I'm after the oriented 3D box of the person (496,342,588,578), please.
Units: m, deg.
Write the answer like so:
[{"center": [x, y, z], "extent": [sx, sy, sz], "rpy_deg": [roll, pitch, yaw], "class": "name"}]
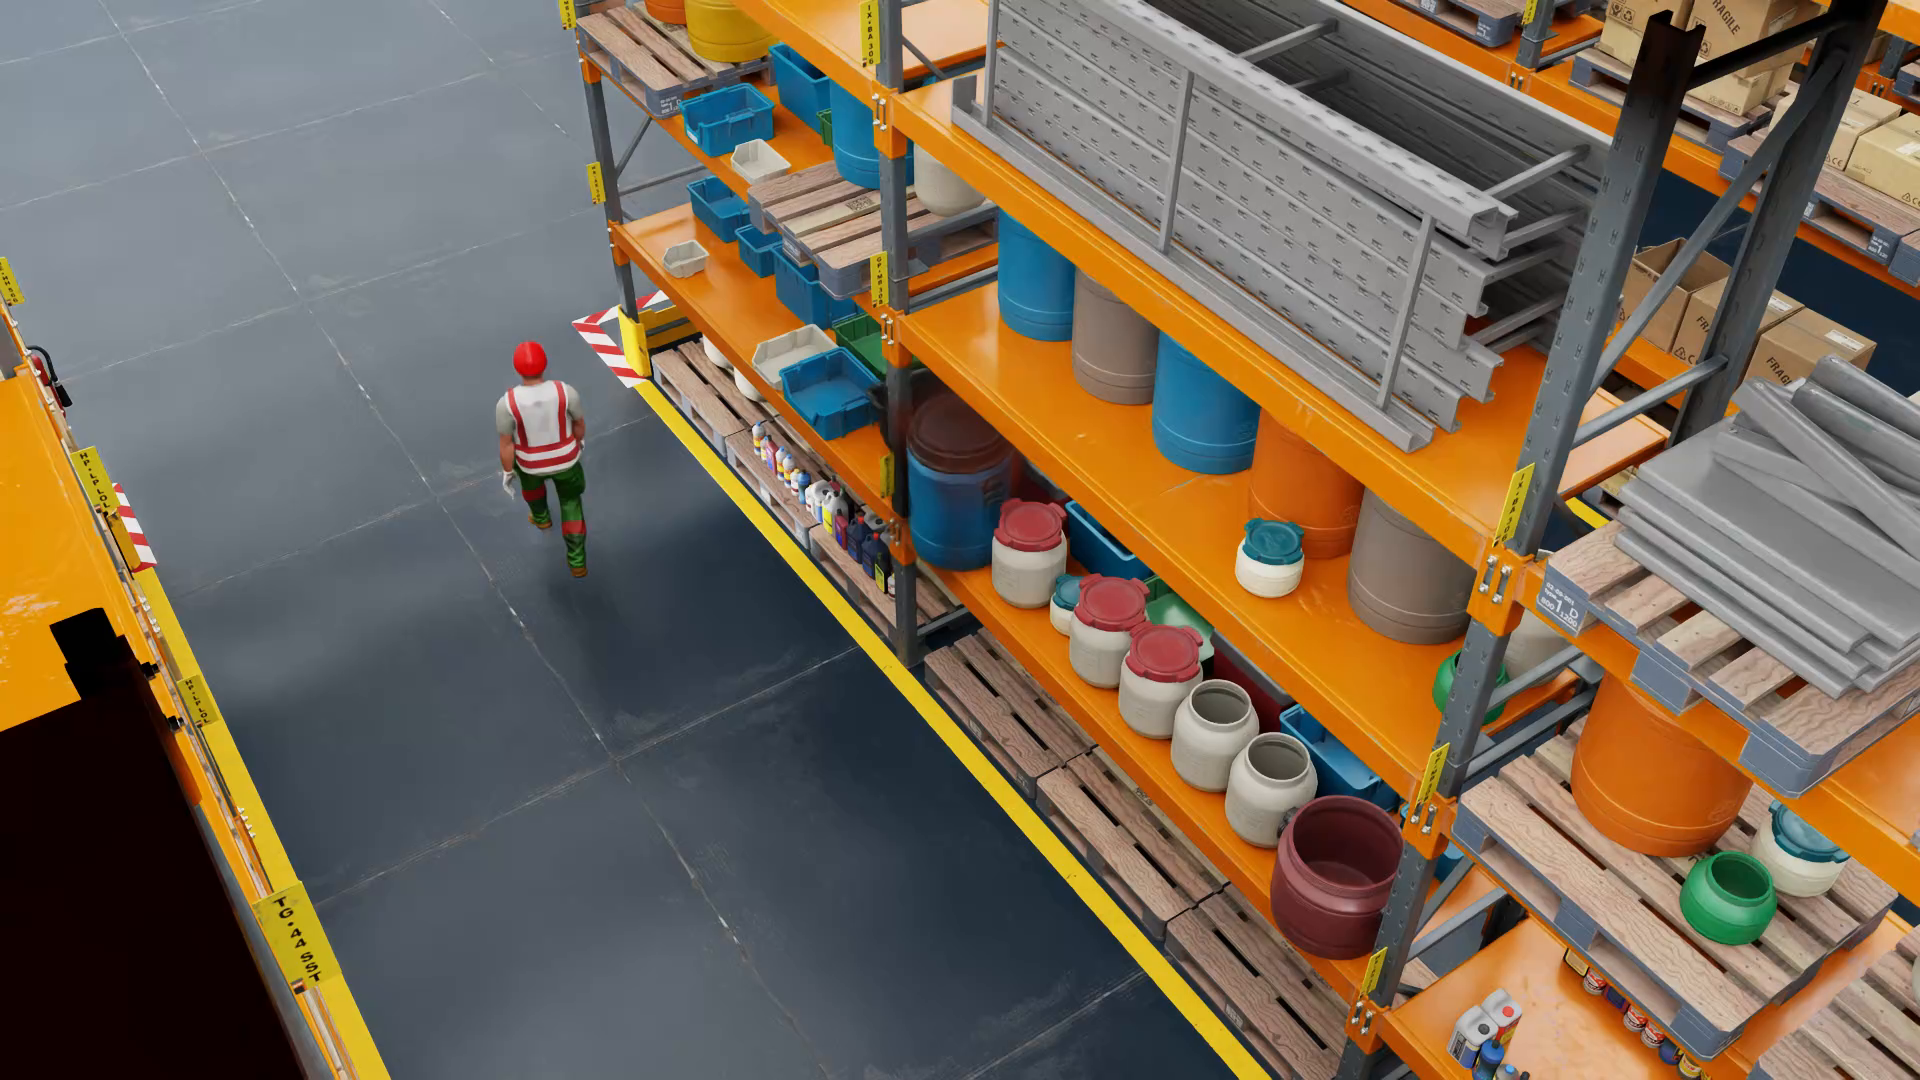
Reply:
[{"center": [-2.693, -0.585, 10.792], "extent": [0.577, 1.692, 0.813], "rpy_deg": [-9, 43, -9], "class": "person"}]
